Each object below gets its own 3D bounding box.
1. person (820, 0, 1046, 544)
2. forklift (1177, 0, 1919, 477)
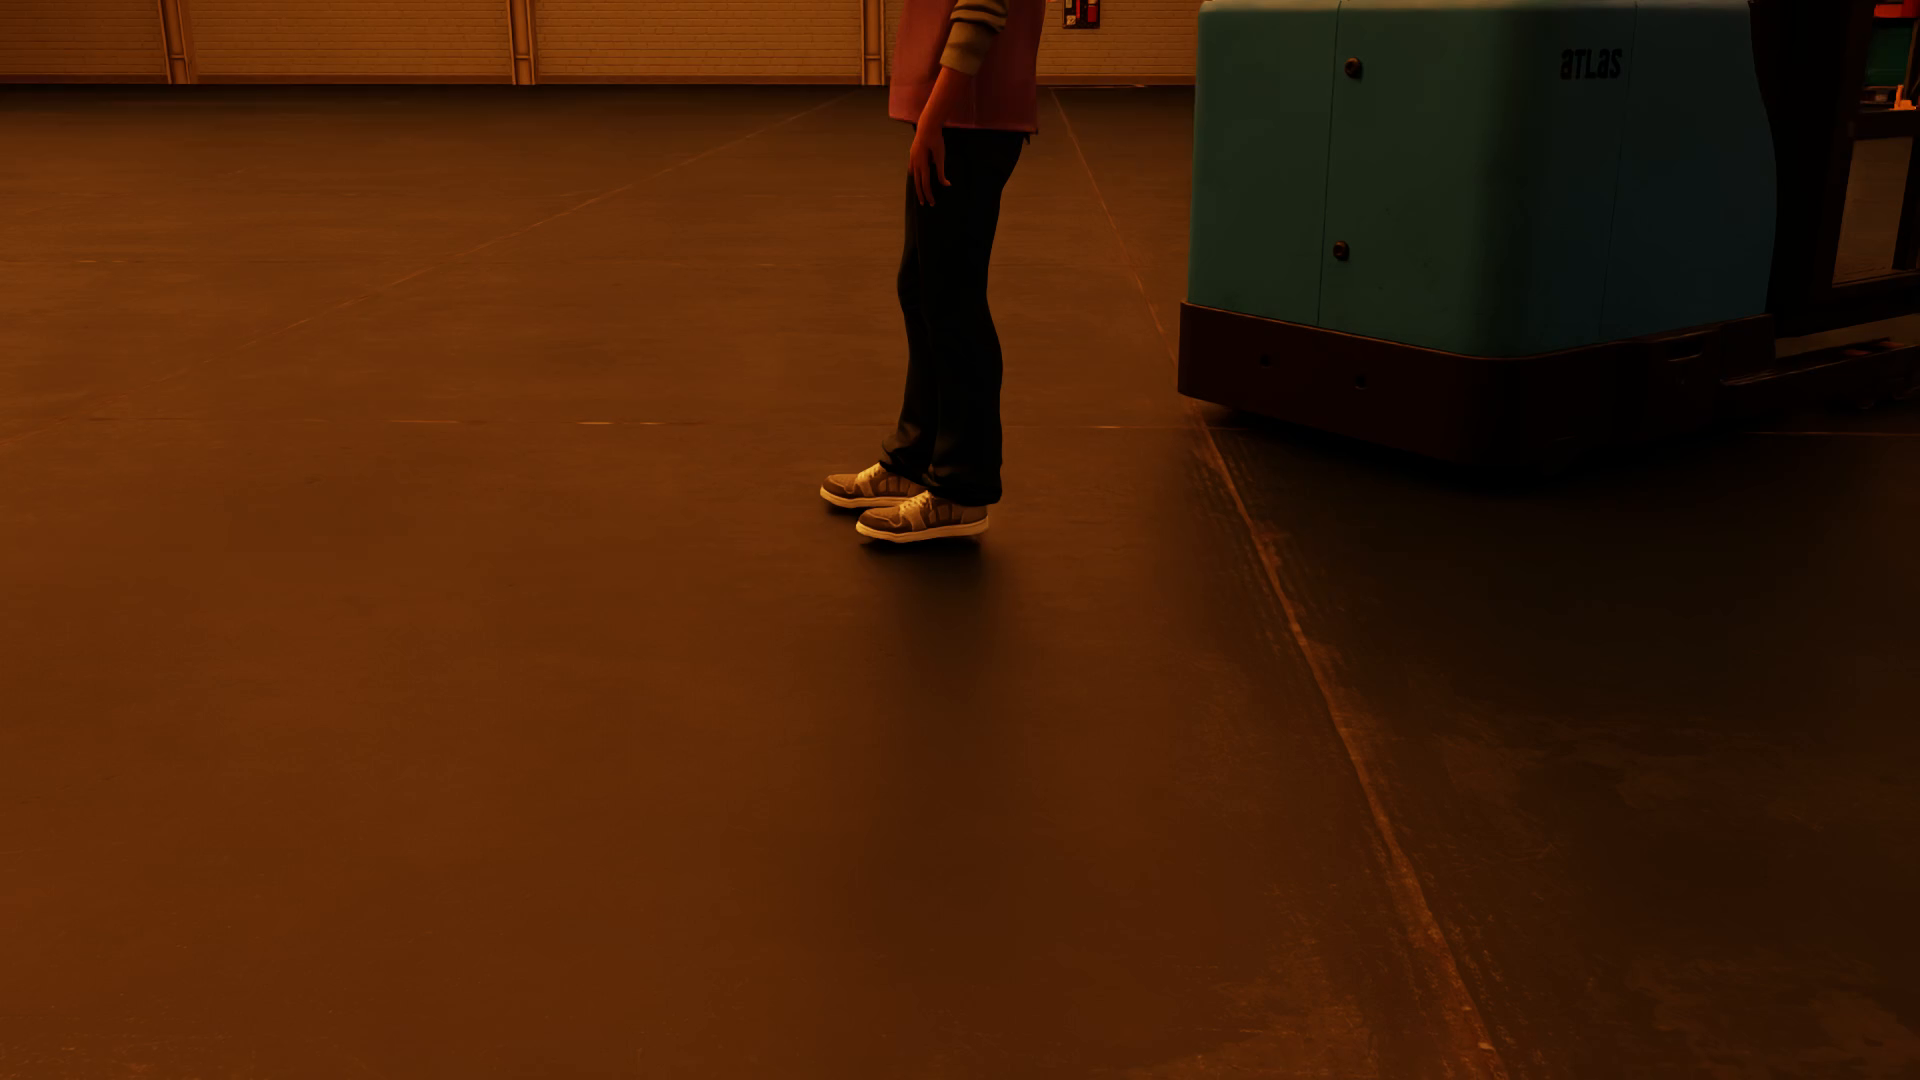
[{"bbox_3d":[-0.073,-0.775,3.149,0.475,1.598,0.519,1,17,2],"label":"person"},{"bbox_3d":[2.067,-1.865,4.436,3.031,2.935,1.130,-12,21,-34],"label":"forklift"}]
